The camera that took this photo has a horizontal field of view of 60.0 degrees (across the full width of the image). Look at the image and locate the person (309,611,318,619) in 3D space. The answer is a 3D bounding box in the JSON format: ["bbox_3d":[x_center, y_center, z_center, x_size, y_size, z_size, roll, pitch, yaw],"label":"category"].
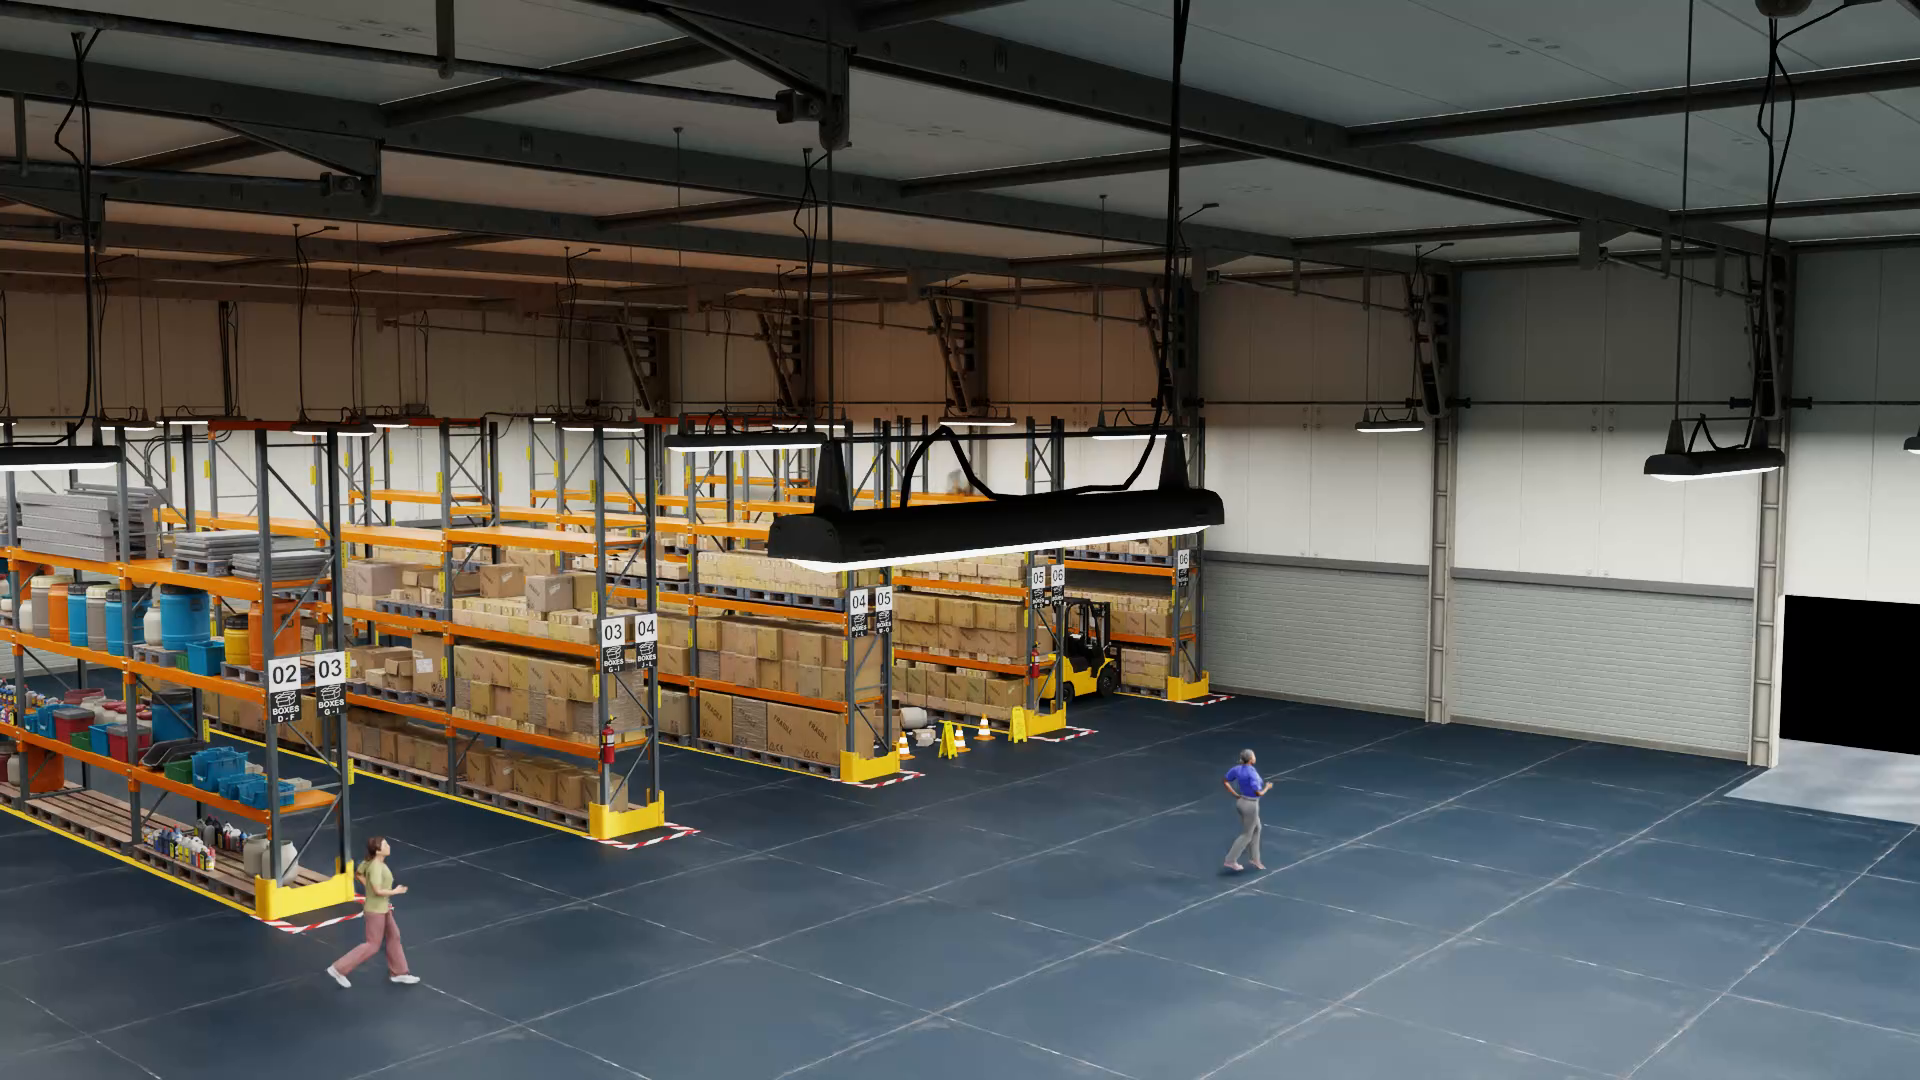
[{"bbox_3d":[-14.370,2.389,36.912,0.671,1.810,0.863,-3,6,-31],"label":"person"}]

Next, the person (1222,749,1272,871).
[{"bbox_3d":[3.859,3.647,22.331,0.712,1.713,0.560,-2,5,-19],"label":"person"}]

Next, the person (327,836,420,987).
[{"bbox_3d":[-6.327,4.014,17.896,0.950,1.675,0.585,-2,5,-25],"label":"person"}]
